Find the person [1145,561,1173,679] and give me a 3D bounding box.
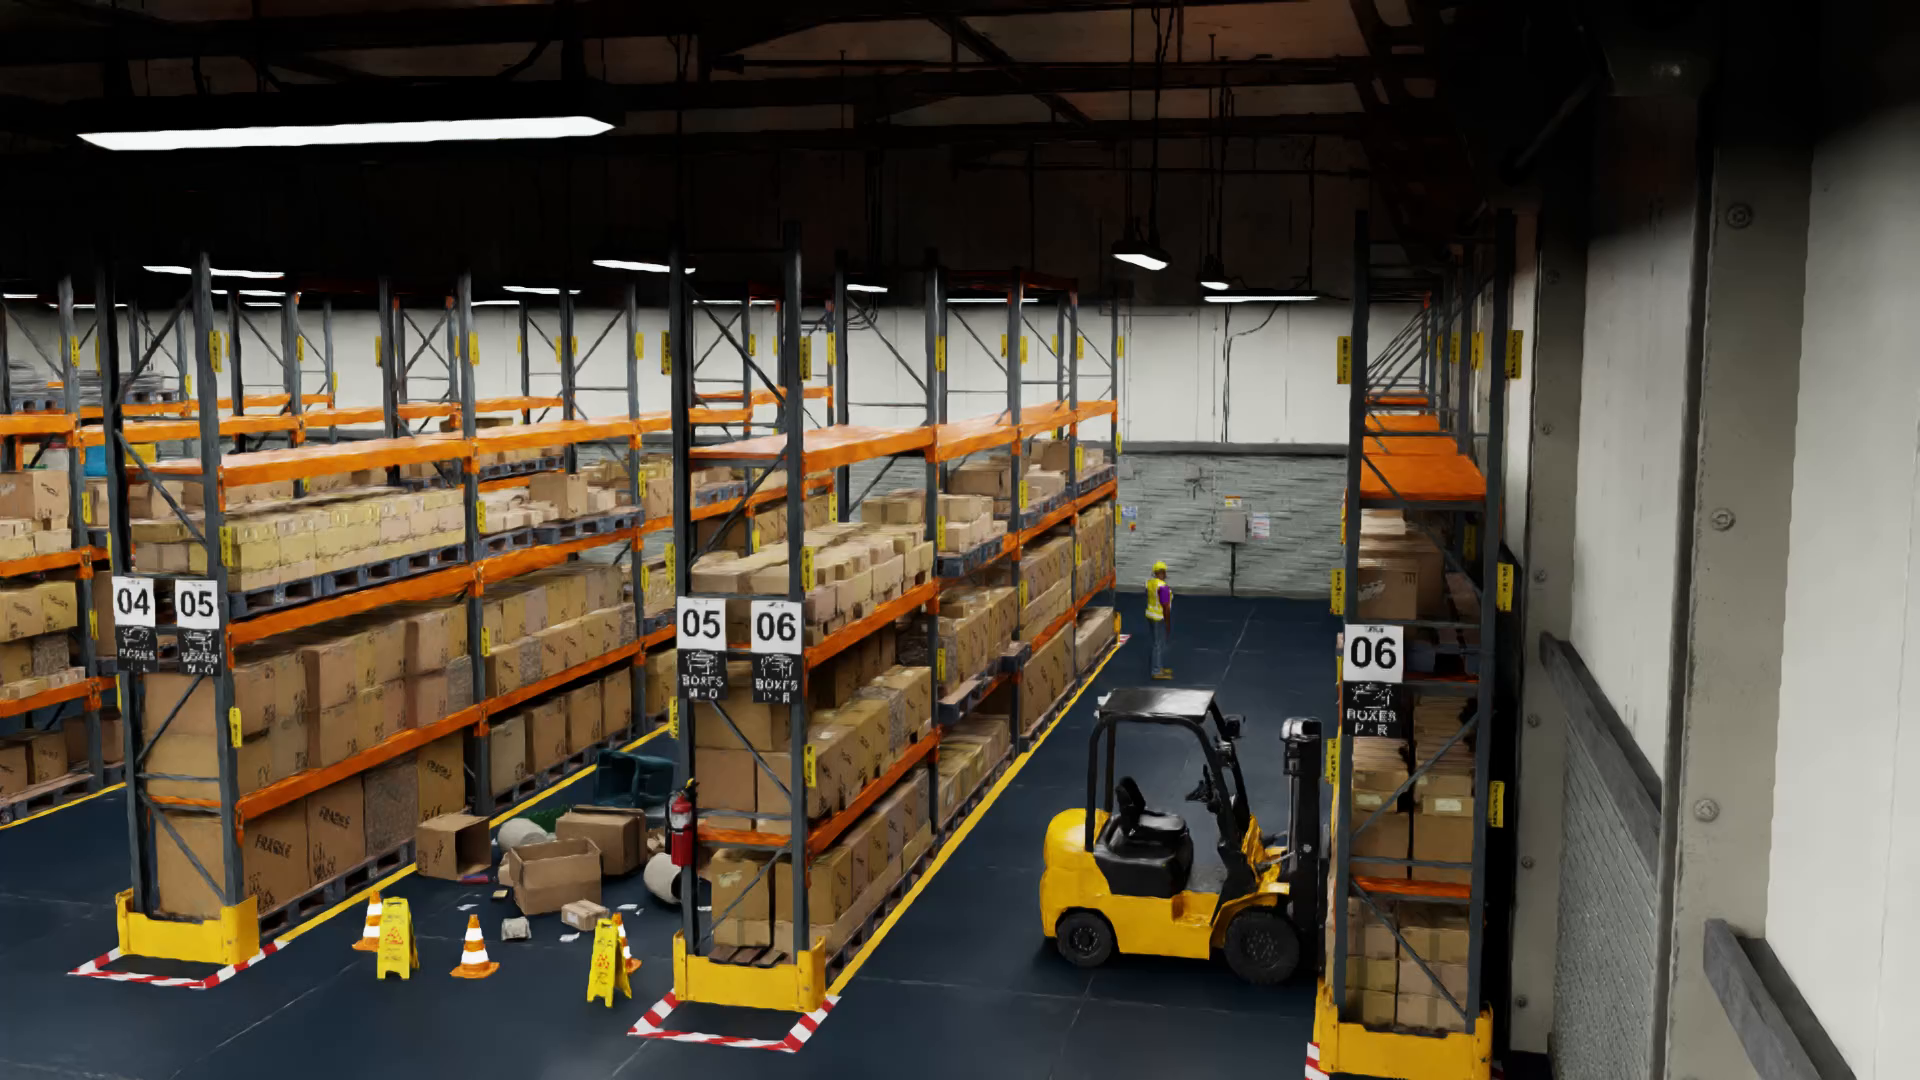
[{"bbox_3d":[3.064,1.196,25.263,0.446,1.771,0.632,-2,7,-18],"label":"person"}]
